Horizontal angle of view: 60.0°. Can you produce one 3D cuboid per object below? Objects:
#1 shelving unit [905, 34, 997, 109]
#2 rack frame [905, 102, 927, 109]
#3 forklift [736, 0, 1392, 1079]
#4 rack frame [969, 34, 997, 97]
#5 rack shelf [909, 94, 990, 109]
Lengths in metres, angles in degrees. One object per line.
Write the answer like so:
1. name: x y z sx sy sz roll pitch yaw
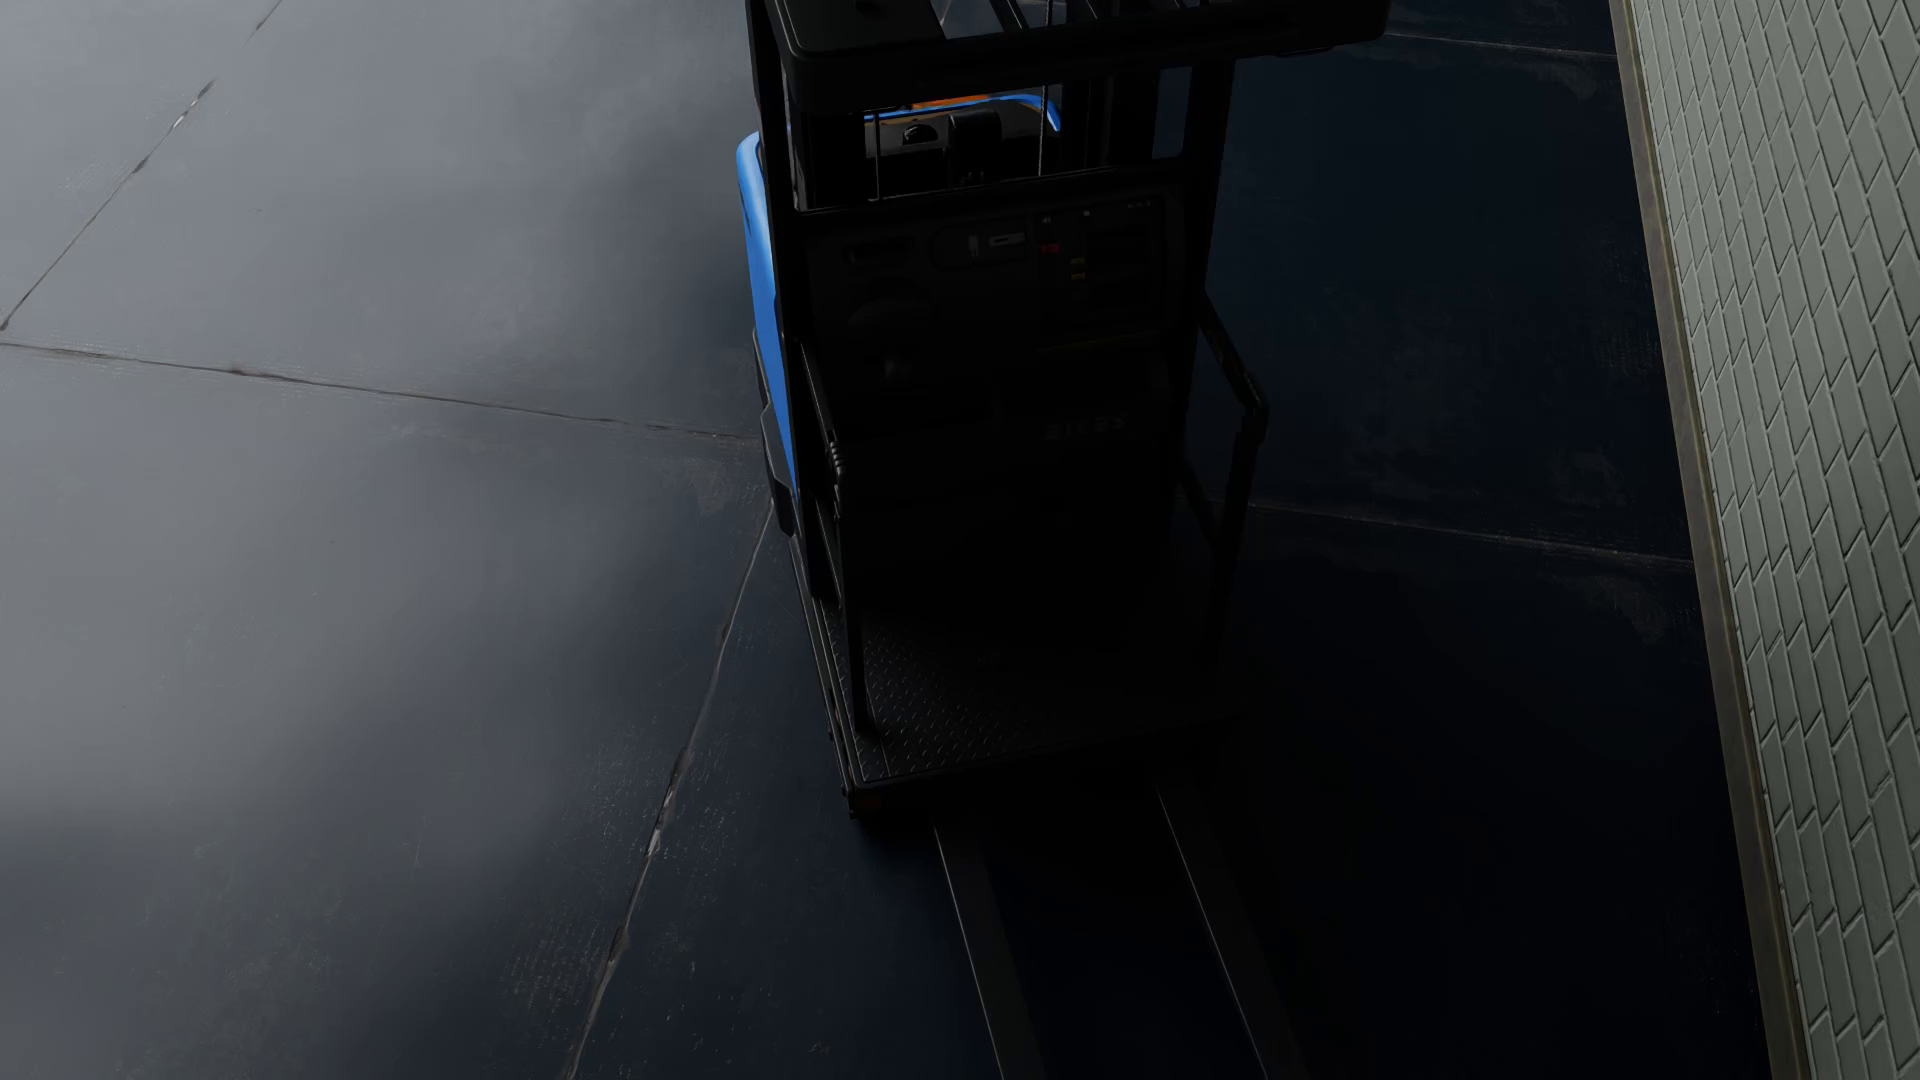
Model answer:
1. shelving unit: -0.006 -1.205 5.753 0.252 1.050 0.215 -20 51 -12
2. rack frame: -0.118 -1.163 5.727 0.008 1.050 0.200 -20 51 -12
3. forklift: 0.148 -0.528 3.892 1.130 2.935 3.031 -10 49 -9
4. rack frame: 0.106 -1.246 5.779 0.008 1.050 0.200 -20 51 -12
5. rack shelf: -0.024 -1.383 5.547 0.240 0.259 0.215 -20 51 -12
